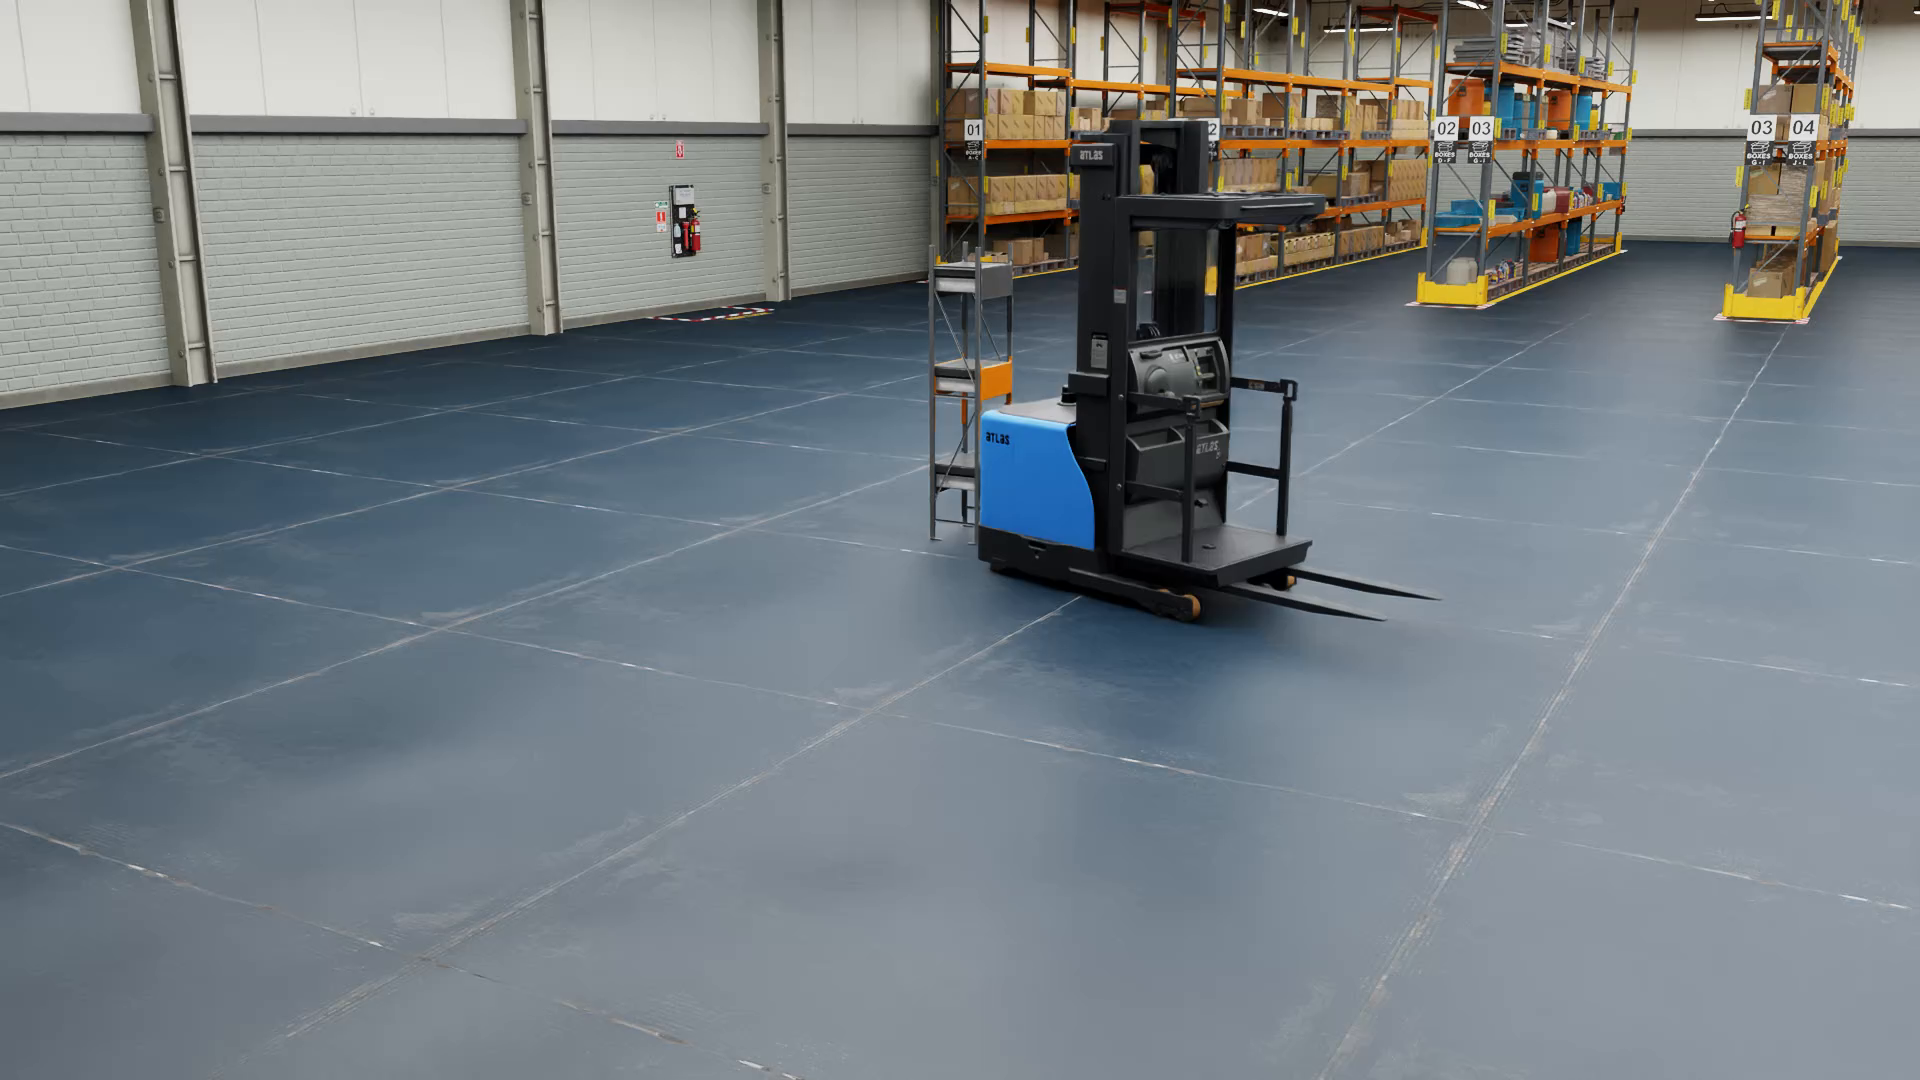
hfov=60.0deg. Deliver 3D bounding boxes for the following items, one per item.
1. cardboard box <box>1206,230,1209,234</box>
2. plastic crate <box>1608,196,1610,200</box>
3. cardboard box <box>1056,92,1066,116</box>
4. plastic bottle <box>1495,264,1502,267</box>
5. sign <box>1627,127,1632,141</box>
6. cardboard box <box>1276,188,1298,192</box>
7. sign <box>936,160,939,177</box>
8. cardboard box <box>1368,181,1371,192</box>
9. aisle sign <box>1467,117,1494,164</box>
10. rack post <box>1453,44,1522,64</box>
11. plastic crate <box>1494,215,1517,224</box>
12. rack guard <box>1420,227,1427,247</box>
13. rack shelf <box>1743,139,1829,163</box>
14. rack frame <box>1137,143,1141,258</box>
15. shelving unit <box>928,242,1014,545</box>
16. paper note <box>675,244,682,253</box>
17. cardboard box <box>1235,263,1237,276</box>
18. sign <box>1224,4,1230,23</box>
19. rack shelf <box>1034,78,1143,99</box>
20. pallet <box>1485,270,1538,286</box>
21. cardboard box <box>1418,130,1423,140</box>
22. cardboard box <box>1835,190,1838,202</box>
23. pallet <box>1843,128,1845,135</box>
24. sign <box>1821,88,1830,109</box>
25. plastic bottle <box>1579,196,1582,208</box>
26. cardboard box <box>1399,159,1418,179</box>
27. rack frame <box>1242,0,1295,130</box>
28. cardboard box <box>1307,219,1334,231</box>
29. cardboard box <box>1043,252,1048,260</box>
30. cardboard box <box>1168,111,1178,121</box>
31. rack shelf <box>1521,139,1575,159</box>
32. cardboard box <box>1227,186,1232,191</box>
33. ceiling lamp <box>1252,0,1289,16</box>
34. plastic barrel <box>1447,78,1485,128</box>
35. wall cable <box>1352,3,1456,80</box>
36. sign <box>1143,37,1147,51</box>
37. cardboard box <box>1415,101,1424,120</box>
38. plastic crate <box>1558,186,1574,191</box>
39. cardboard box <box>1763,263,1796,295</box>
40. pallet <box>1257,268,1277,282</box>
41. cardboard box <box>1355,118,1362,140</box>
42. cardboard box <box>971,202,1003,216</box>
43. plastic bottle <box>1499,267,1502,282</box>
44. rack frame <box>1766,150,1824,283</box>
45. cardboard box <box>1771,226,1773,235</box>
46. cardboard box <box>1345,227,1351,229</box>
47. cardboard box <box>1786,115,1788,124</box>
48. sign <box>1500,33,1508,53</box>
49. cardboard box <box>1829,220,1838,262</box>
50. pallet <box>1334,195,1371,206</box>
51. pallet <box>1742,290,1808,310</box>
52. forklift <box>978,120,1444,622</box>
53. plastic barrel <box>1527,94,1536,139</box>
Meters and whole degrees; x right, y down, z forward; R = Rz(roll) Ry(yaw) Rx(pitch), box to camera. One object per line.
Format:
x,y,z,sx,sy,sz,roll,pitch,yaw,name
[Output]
6.294,-8.359,44.742,0.700,0.500,0.500,8,16,29,cardboard box
16.061,-8.581,41.663,0.396,0.136,0.243,7,15,28,plastic crate
1.971,-9.456,36.066,0.500,0.500,0.500,6,15,23,cardboard box
10.354,-5.161,31.915,0.152,0.276,0.135,7,15,28,plastic bottle
16.938,-10.274,42.074,0.100,0.325,0.005,7,15,28,sign
6.954,-7.339,35.860,0.500,0.500,0.500,9,16,32,cardboard box
-0.434,-7.549,33.803,0.100,0.325,0.005,7,15,28,sign
10.198,-8.848,42.120,0.500,0.500,0.500,8,16,29,cardboard box
8.936,-6.859,28.539,0.394,0.787,0.004,7,15,28,aisle sign
9.191,-8.458,28.981,0.937,0.300,0.954,9,16,34,rack post
10.085,-5.974,30.976,0.530,0.136,0.437,7,15,28,plastic crate
12.078,-8.257,45.218,1.175,0.500,0.348,7,15,28,rack guard
14.017,-6.601,28.149,1.077,0.370,4.000,7,15,28,rack shelf
3.909,-8.407,40.506,1.000,3.000,0.127,7,15,28,rack frame
0.080,-1.055,11.928,0.431,2.100,0.503,7,15,28,shelving unit
-4.652,-4.817,27.494,0.016,0.148,0.142,7,15,28,paper note
5.072,-5.261,32.425,0.500,0.250,0.500,7,15,28,cardboard box
4.863,-9.589,30.276,0.100,0.325,0.005,7,15,28,sign
2.942,-10.369,38.232,1.077,0.370,4.000,7,15,28,rack shelf
10.994,-5.274,33.460,1.003,0.211,1.213,7,15,28,pallet
11.846,-10.637,43.674,0.500,0.250,0.500,7,15,28,cardboard box
19.552,-7.784,37.607,0.500,0.250,0.500,7,15,28,cardboard box
19.256,-9.126,37.277,1.003,0.211,1.213,7,15,28,pallet
13.525,-6.904,26.006,0.100,0.325,0.005,7,15,28,sign
14.010,-7.674,37.730,0.152,0.276,0.135,7,15,28,plastic bottle
11.650,-9.690,43.479,0.500,0.500,0.500,8,16,30,cardboard box
6.314,-9.943,34.074,1.000,3.000,0.127,7,15,28,rack frame
8.518,-7.441,39.291,0.500,0.250,0.500,8,16,30,cardboard box
1.743,-6.310,36.913,0.380,0.166,0.250,5,15,21,cardboard box
5.109,-10.659,42.294,0.700,0.500,0.500,7,15,27,cardboard box
11.615,-7.983,33.881,1.077,0.370,4.000,7,15,28,rack shelf
5.005,-6.731,31.956,0.380,0.149,0.250,7,15,28,cardboard box
7.896,-14.493,40.494,0.800,3.185,2.000,7,15,28,ceiling lamp
8.838,-7.629,29.064,0.600,0.830,0.708,7,15,28,plastic barrel
13.192,-14.724,49.757,3.097,2.526,0.112,7,15,28,wall cable
4.389,-11.757,39.438,0.100,0.325,0.005,7,15,28,sign
11.881,-11.374,44.064,0.700,0.500,0.500,7,15,28,cardboard box
14.442,-8.261,39.807,0.392,0.384,0.575,7,15,28,plastic crate
14.254,-4.560,28.984,0.500,0.500,0.500,6,15,23,cardboard box
5.893,-5.512,34.447,1.003,0.211,1.213,7,15,28,pallet
8.927,-9.658,39.082,0.910,0.500,0.500,7,15,28,cardboard box
0.556,-6.767,33.979,0.500,0.250,0.500,7,15,26,cardboard box
10.078,-4.959,31.084,0.097,0.271,0.097,0,14,0,plastic bottle
16.917,-6.724,33.523,1.000,3.000,0.127,7,15,28,rack frame
13.129,-5.093,27.296,0.380,0.149,0.250,7,15,28,cardboard box
9.238,-7.382,40.649,0.500,0.500,0.500,8,15,29,cardboard box
13.505,-6.953,27.544,0.380,0.149,0.250,8,15,29,cardboard box
9.194,-8.395,28.101,0.100,0.325,0.005,7,15,28,sign
18.559,-6.582,36.572,1.225,0.875,0.875,7,15,28,cardboard box
9.183,-8.153,39.861,1.003,0.211,1.213,7,15,28,pallet
14.101,-4.154,28.815,1.003,0.211,1.213,7,15,28,pallet
1.518,-1.069,10.214,1.130,2.935,3.031,-13,19,-43,forklift
11.336,-8.563,33.684,0.600,0.901,0.708,7,15,28,plastic barrel
